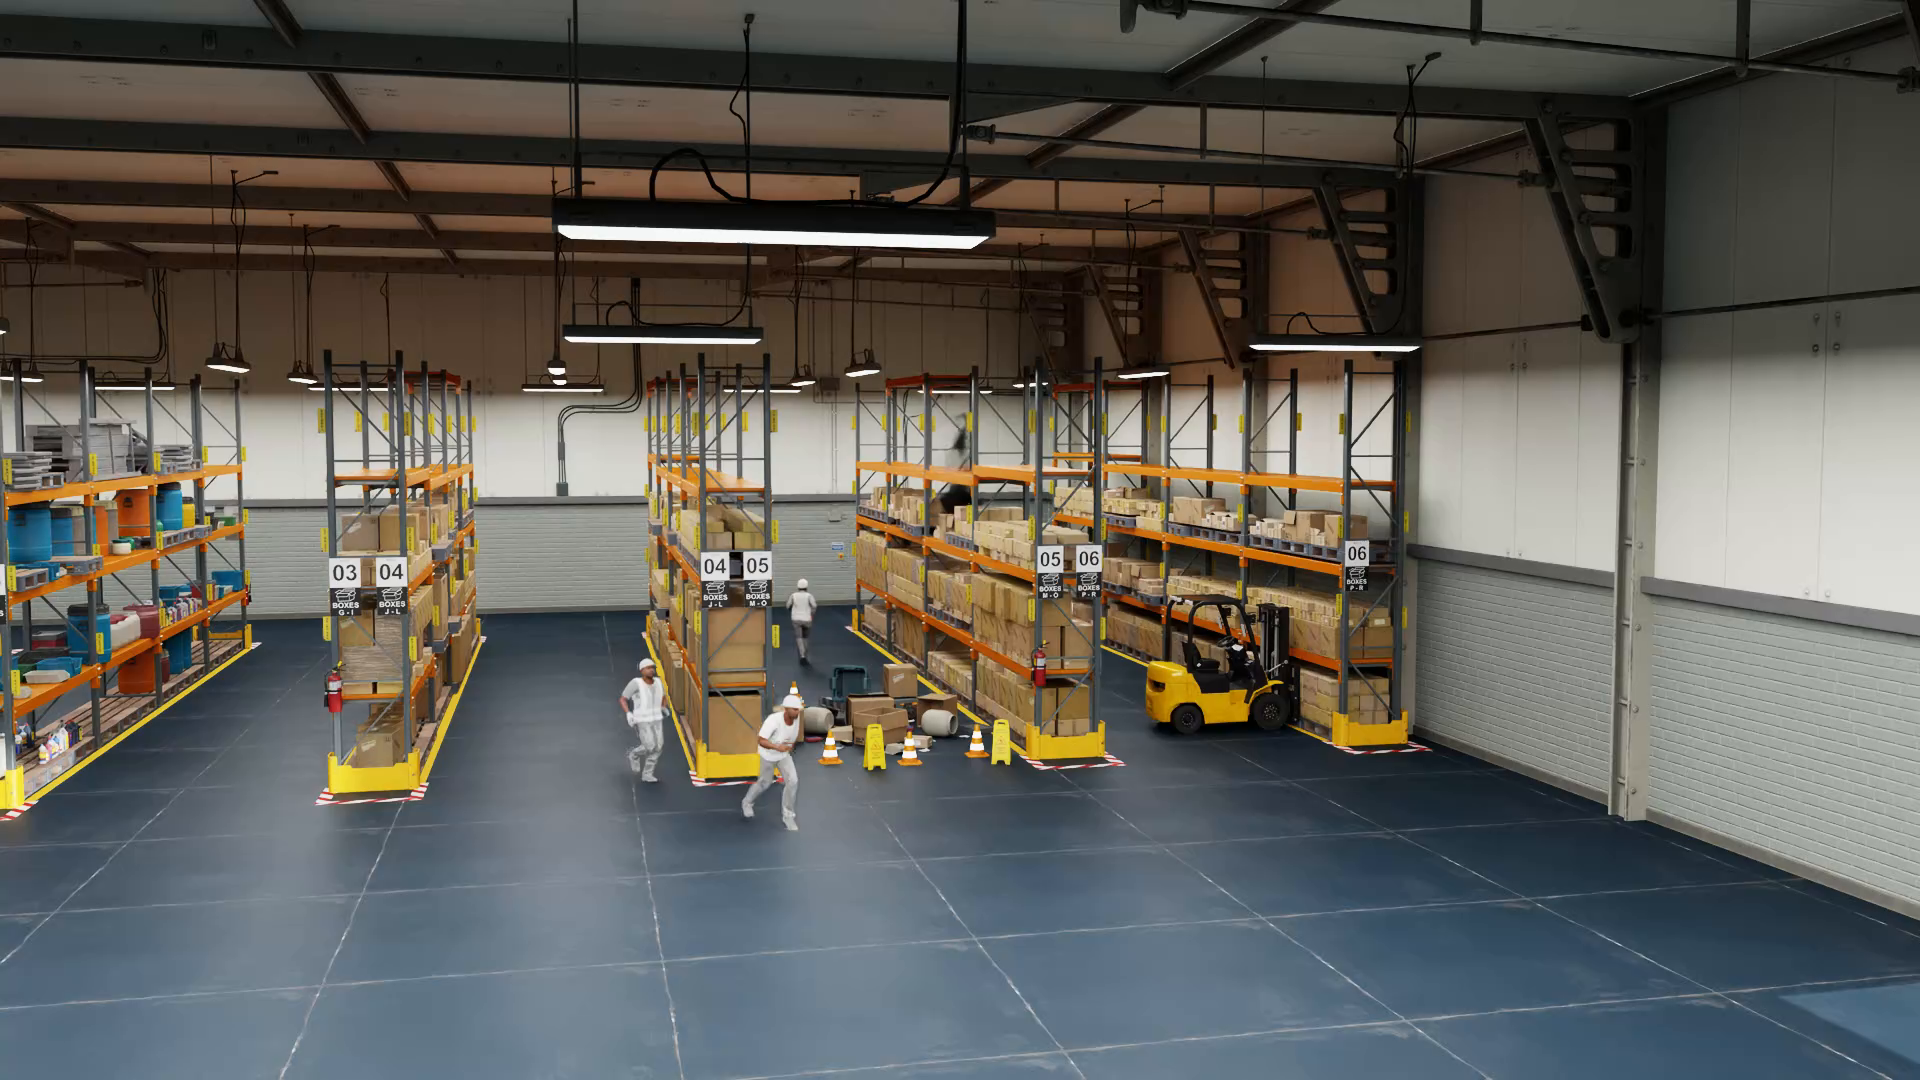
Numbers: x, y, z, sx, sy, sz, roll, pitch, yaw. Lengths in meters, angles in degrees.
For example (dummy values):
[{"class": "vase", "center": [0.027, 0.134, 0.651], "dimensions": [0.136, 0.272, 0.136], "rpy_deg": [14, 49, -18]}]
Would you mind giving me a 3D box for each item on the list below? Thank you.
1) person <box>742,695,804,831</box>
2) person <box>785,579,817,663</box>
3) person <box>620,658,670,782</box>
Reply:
[{"class": "person", "center": [-2.332, 2.749, 20.734], "dimensions": [1.043, 1.719, 0.745], "rpy_deg": [3, 5, 38]}, {"class": "person", "center": [-3.307, 1.708, 34.592], "dimensions": [0.642, 1.800, 0.893], "rpy_deg": [-1, 4, -10]}, {"class": "person", "center": [-4.355, 2.522, 23.246], "dimensions": [0.687, 1.733, 0.596], "rpy_deg": [-4, 5, -43]}]
